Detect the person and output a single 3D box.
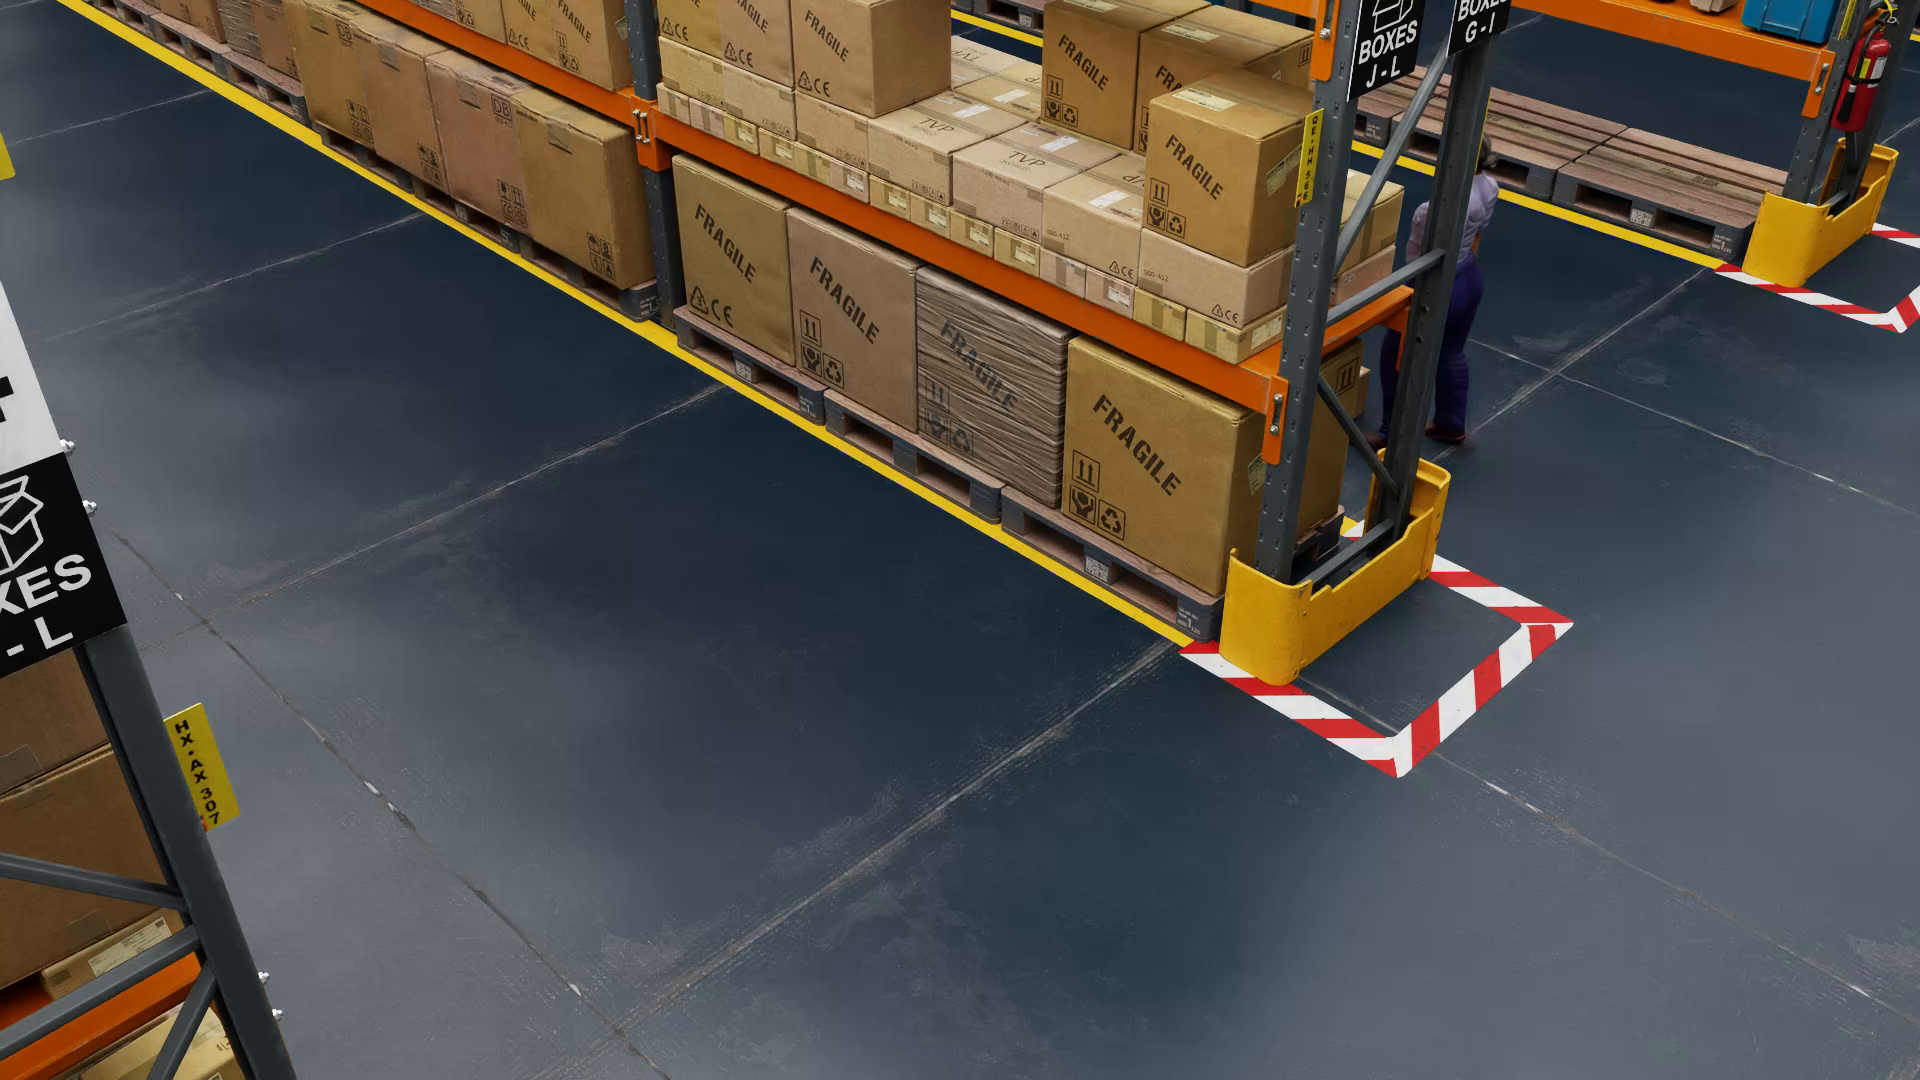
[{"bbox_3d":[2.218,-1.148,7.774,0.460,1.661,0.471,25,42,30],"label":"person"}]
